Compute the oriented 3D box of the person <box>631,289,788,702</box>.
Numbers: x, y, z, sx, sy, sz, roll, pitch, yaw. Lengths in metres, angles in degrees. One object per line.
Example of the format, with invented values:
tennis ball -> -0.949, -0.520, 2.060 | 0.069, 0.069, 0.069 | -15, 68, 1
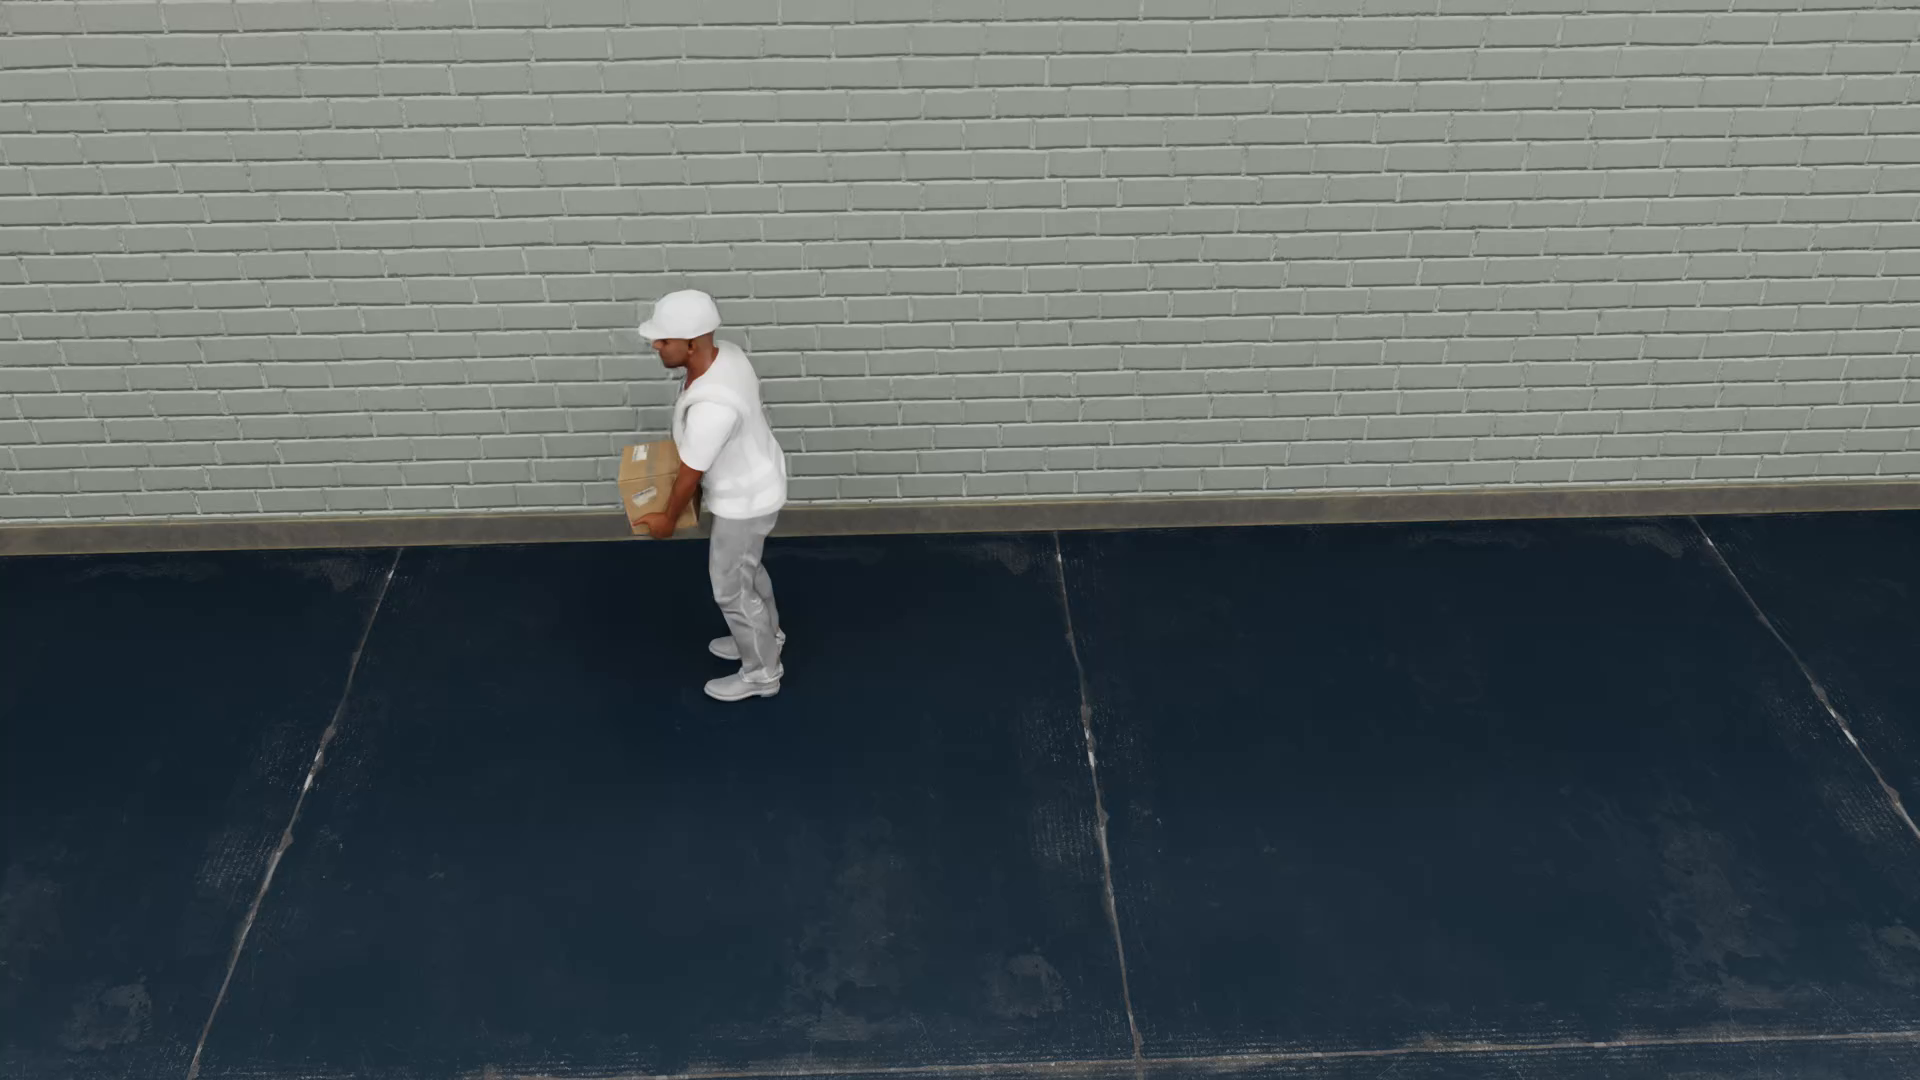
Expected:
person -> -0.956, -0.161, 6.371 | 0.592, 1.746, 0.501 | -2, 35, -3
